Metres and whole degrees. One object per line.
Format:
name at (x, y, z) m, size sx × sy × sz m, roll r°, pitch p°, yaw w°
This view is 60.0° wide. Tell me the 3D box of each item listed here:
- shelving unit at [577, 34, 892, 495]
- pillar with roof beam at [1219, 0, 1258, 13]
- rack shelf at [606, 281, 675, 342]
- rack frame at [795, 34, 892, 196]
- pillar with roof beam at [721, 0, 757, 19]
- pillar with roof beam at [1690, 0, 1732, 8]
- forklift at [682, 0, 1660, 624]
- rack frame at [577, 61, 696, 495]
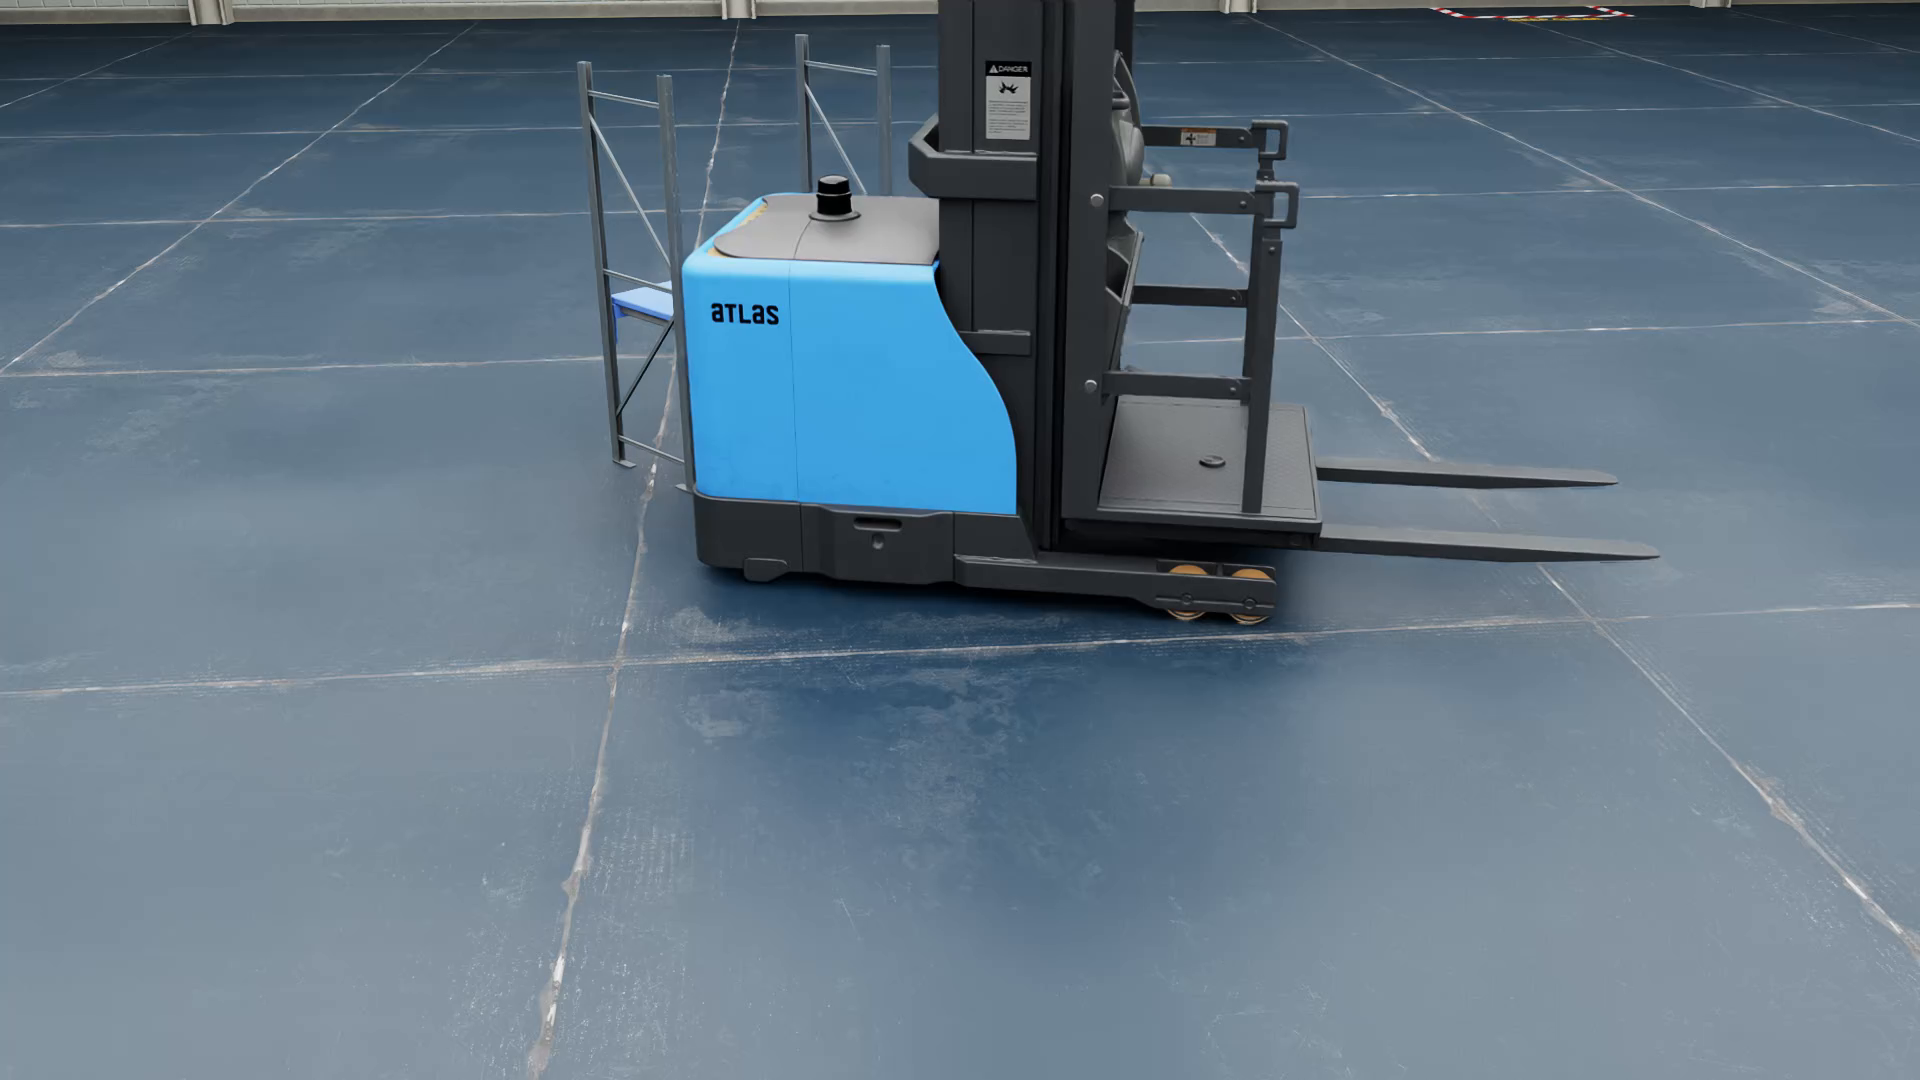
shelving unit at (-0.802, -1.074, 6.319) m, size 0.538 × 1.500 × 1.048 m, roll 21°, pitch 31°, yaw 39°
pillar with roof beam at (3.790, -8.785, 14.435) m, size 0.400 × 9.000 × 9.100 m, roll -2°, pitch 24°, yaw -5°
rack shelf at (-0.802, -0.909, 6.392) m, size 0.538 × 0.185 × 1.000 m, roll 21°, pitch 31°, yaw 39°
rack frame at (-0.453, -1.224, 6.657) m, size 0.500 × 1.500 × 0.032 m, roll 21°, pitch 31°, yaw 39°
pillar with roof beam at (13.065, -5.624, 7.324) m, size 29.331 × 9.000 × 26.411 m, roll -2°, pitch 24°, yaw -5°
pillar with roof beam at (9.761, -9.024, 14.974) m, size 0.400 × 9.000 × 9.100 m, roll -2°, pitch 24°, yaw -5°
forklift at (0.697, -1.311, 5.091) m, size 3.031 × 2.935 × 1.130 m, roll 3°, pitch 24°, yaw 8°
rack frame at (-1.151, -0.924, 5.981) m, size 0.500 × 1.500 × 0.032 m, roll 21°, pitch 31°, yaw 39°
